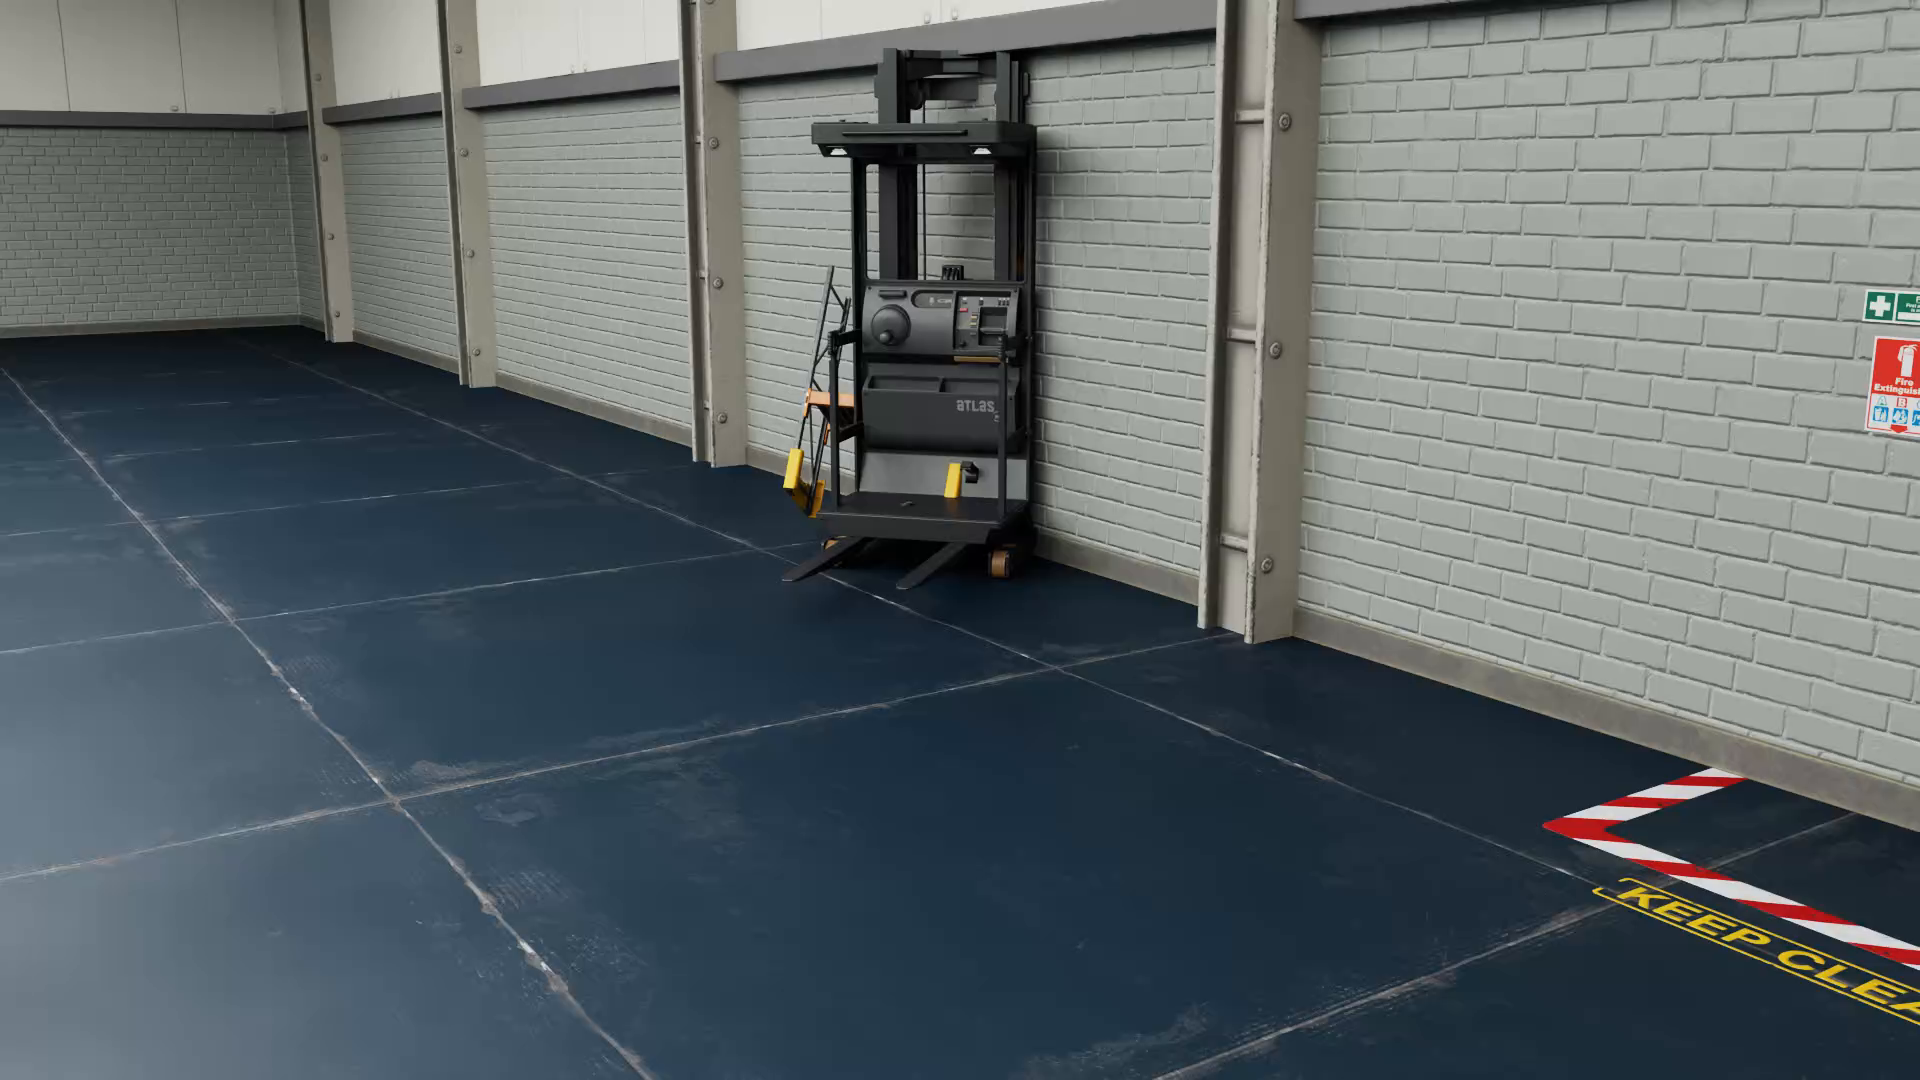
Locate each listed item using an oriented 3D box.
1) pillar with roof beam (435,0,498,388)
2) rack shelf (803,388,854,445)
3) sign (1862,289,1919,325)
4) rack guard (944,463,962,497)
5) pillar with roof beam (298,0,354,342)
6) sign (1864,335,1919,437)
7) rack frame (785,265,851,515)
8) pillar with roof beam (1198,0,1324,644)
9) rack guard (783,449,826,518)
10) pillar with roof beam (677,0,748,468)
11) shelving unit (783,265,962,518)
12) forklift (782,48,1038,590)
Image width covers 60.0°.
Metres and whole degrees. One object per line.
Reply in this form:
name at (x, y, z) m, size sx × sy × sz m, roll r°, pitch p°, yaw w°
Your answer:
pillar with roof beam at (-8.802, -5.570, 14.767) m, size 9.100 × 9.000 × 0.400 m, roll -8°, pitch 15°, yaw -33°
rack shelf at (-0.419, -0.723, 10.349) m, size 1.000 × 0.185 × 0.538 m, roll 6°, pitch -16°, yaw 12°
sign at (3.192, -0.776, 5.567) m, size 0.001 × 0.109 × 0.331 m, roll -8°, pitch 15°, yaw -33°
rack guard at (0.006, -0.251, 10.123) m, size 0.087 × 0.250 × 0.587 m, roll 6°, pitch -16°, yaw 12°
pillar with roof beam at (-12.127, -6.637, 19.647) m, size 9.100 × 9.000 × 0.400 m, roll -8°, pitch 15°, yaw -33°
sign at (3.196, -0.519, 5.632) m, size 0.001 × 0.329 × 0.234 m, roll -8°, pitch 15°, yaw -33°
rack frame at (-0.886, -0.944, 10.505) m, size 0.032 × 1.500 × 0.500 m, roll 6°, pitch -16°, yaw 12°
pillar with roof beam at (-2.154, -3.436, 5.008) m, size 9.100 × 9.000 × 0.400 m, roll -8°, pitch 15°, yaw -33°
rack guard at (-0.963, -0.347, 10.334) m, size 0.087 × 0.250 × 0.587 m, roll 6°, pitch -16°, yaw 12°
pillar with roof beam at (-5.478, -4.503, 9.888) m, size 9.100 × 9.000 × 0.400 m, roll -8°, pitch 15°, yaw -33°
shelving unit at (-0.383, -0.894, 10.395) m, size 1.083 × 1.500 × 0.587 m, roll 6°, pitch -16°, yaw 12°
forklift at (-0.169, -1.304, 9.462) m, size 1.130 × 2.935 × 3.031 m, roll 3°, pitch 13°, yaw 15°
